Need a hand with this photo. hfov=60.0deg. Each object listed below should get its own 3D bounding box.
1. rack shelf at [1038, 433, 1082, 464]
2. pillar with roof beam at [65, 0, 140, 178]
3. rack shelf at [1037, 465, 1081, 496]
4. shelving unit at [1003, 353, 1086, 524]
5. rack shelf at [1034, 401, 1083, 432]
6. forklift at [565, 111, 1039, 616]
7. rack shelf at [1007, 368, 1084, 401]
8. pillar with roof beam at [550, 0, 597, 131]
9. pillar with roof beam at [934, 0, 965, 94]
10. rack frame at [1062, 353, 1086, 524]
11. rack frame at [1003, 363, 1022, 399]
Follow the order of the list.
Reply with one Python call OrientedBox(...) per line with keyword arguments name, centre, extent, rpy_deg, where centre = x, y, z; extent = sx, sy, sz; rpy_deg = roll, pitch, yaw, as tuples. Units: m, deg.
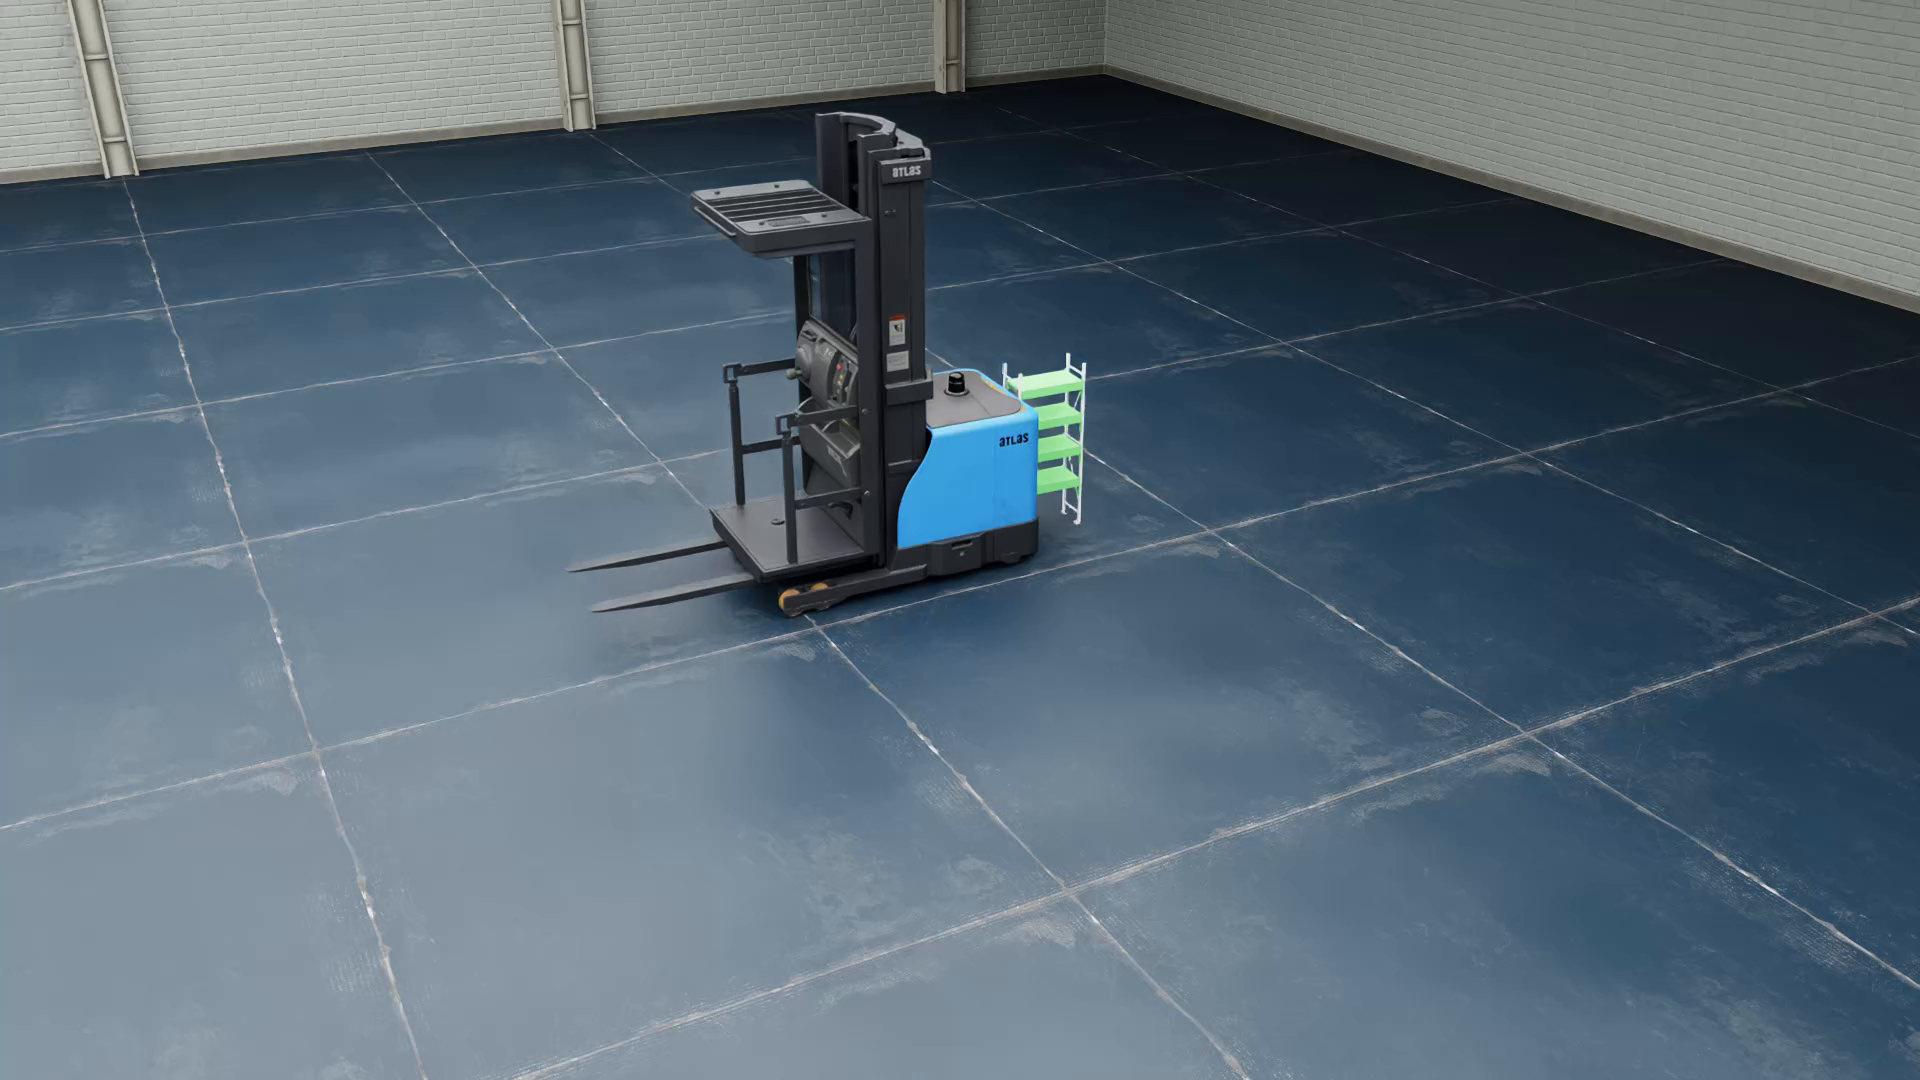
OrientedBox(name="rack shelf", centre=(0.575, -0.598, 11.559), extent=(0.480, 0.148, 0.258), rpy_deg=(-12, 28, -23))
OrientedBox(name="pillar with roof beam", centre=(-8.724, -7.104, 15.951), extent=(0.400, 9.000, 9.100), rpy_deg=(-13, 29, -25))
OrientedBox(name="rack shelf", centre=(0.575, -0.382, 11.663), extent=(0.480, 0.148, 0.258), rpy_deg=(-12, 28, -23))
OrientedBox(name="shelving unit", centre=(0.575, -0.656, 11.531), extent=(0.503, 1.200, 0.258), rpy_deg=(-12, 28, -23))
OrientedBox(name="rack shelf", centre=(0.575, -0.814, 11.455), extent=(0.480, 0.148, 0.258), rpy_deg=(-12, 28, -23))
OrientedBox(name="forklift", centre=(-1.026, -1.099, 10.456), extent=(3.031, 2.935, 1.130), rpy_deg=(-12, 28, -23))
OrientedBox(name="rack shelf", centre=(0.575, -1.031, 11.351), extent=(0.480, 0.148, 0.258), rpy_deg=(-12, 28, -23))
OrientedBox(name="pillar with roof beam", centre=(-3.429, -8.326, 18.496), extent=(0.400, 9.000, 9.100), rpy_deg=(-13, 29, -25))
OrientedBox(name="pillar with roof beam", centre=(1.865, -9.548, 21.042), extent=(0.400, 9.000, 9.100), rpy_deg=(-13, 29, -25))
OrientedBox(name="rack frame", centre=(0.794, -0.702, 11.627), extent=(0.015, 1.200, 0.240), rpy_deg=(-12, 28, -23))
OrientedBox(name="rack frame", centre=(0.355, -0.609, 11.435), extent=(0.015, 1.200, 0.240), rpy_deg=(-12, 28, -23))
